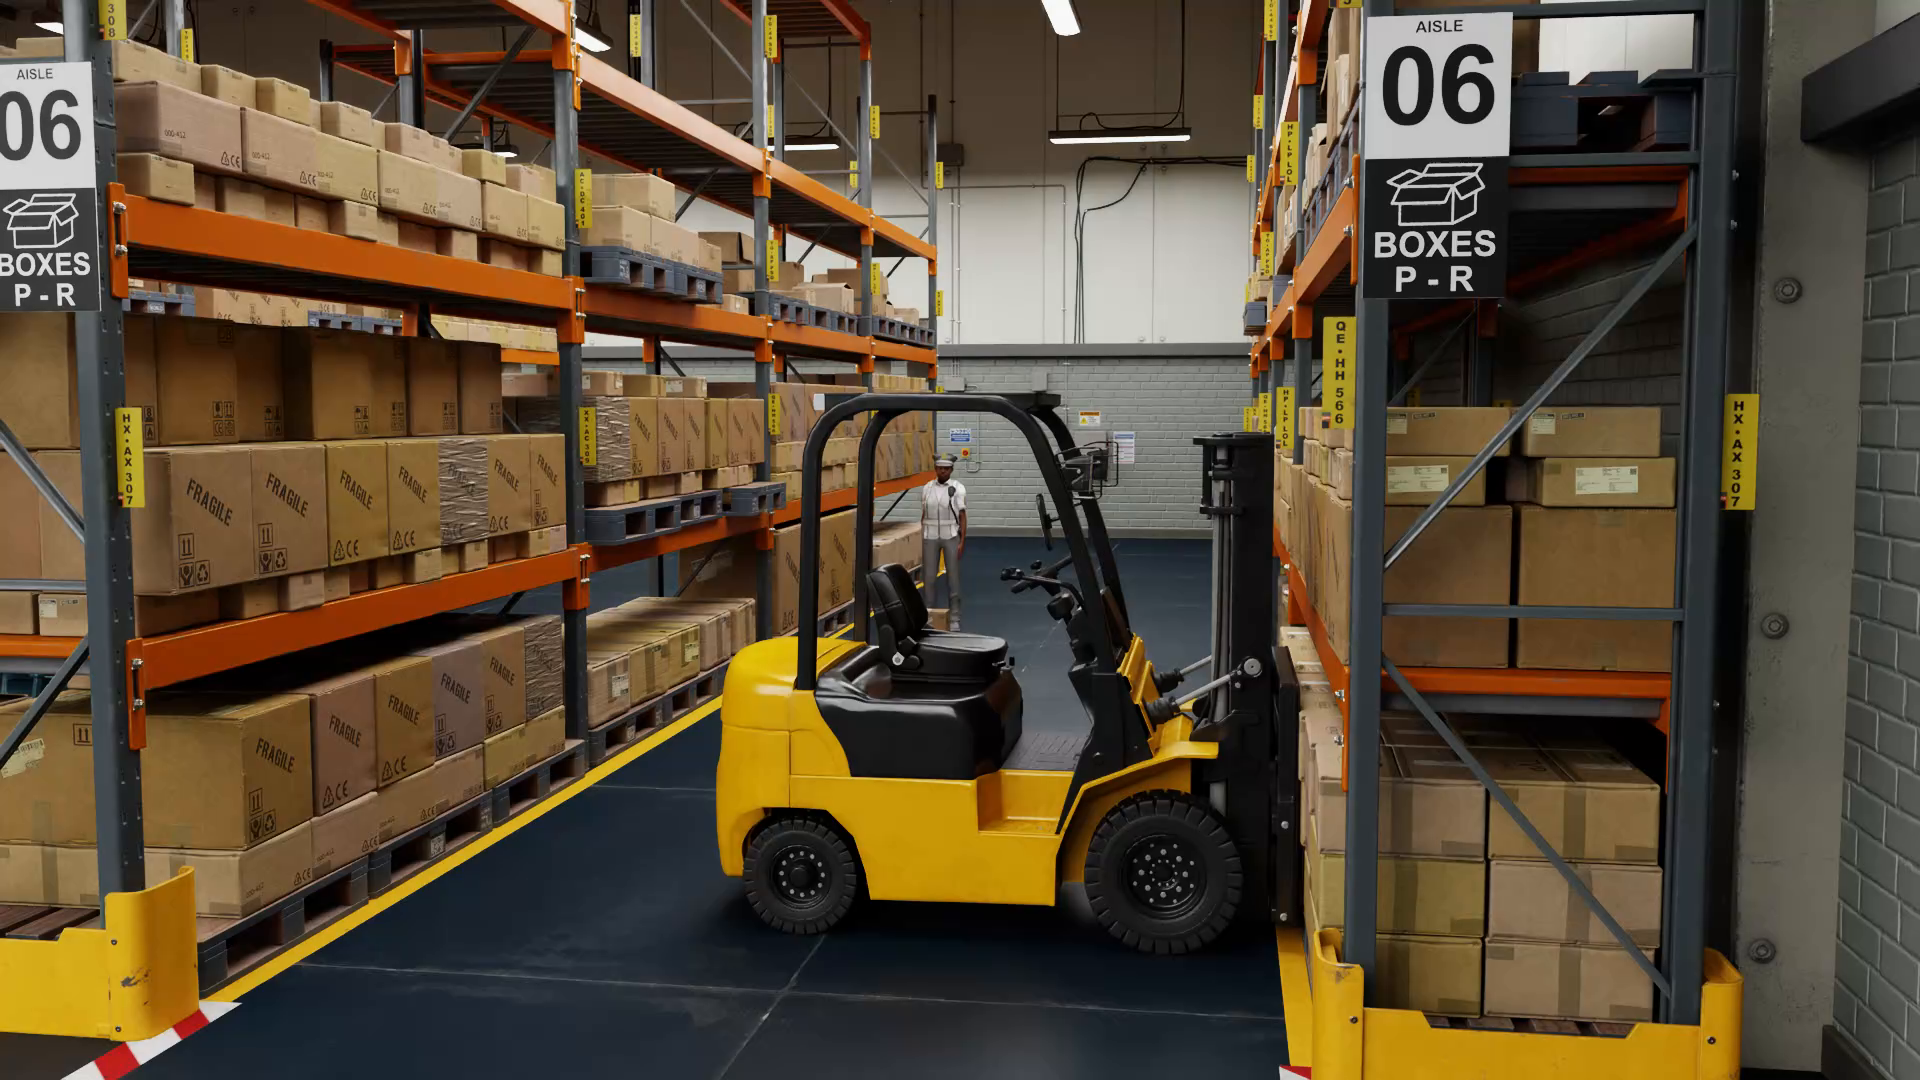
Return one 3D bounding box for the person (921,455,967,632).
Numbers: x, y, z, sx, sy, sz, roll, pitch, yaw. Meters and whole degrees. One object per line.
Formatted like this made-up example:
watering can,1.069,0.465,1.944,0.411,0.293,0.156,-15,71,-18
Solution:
person,-0.149,0.031,15.581,0.438,1.658,0.340,1,5,10
